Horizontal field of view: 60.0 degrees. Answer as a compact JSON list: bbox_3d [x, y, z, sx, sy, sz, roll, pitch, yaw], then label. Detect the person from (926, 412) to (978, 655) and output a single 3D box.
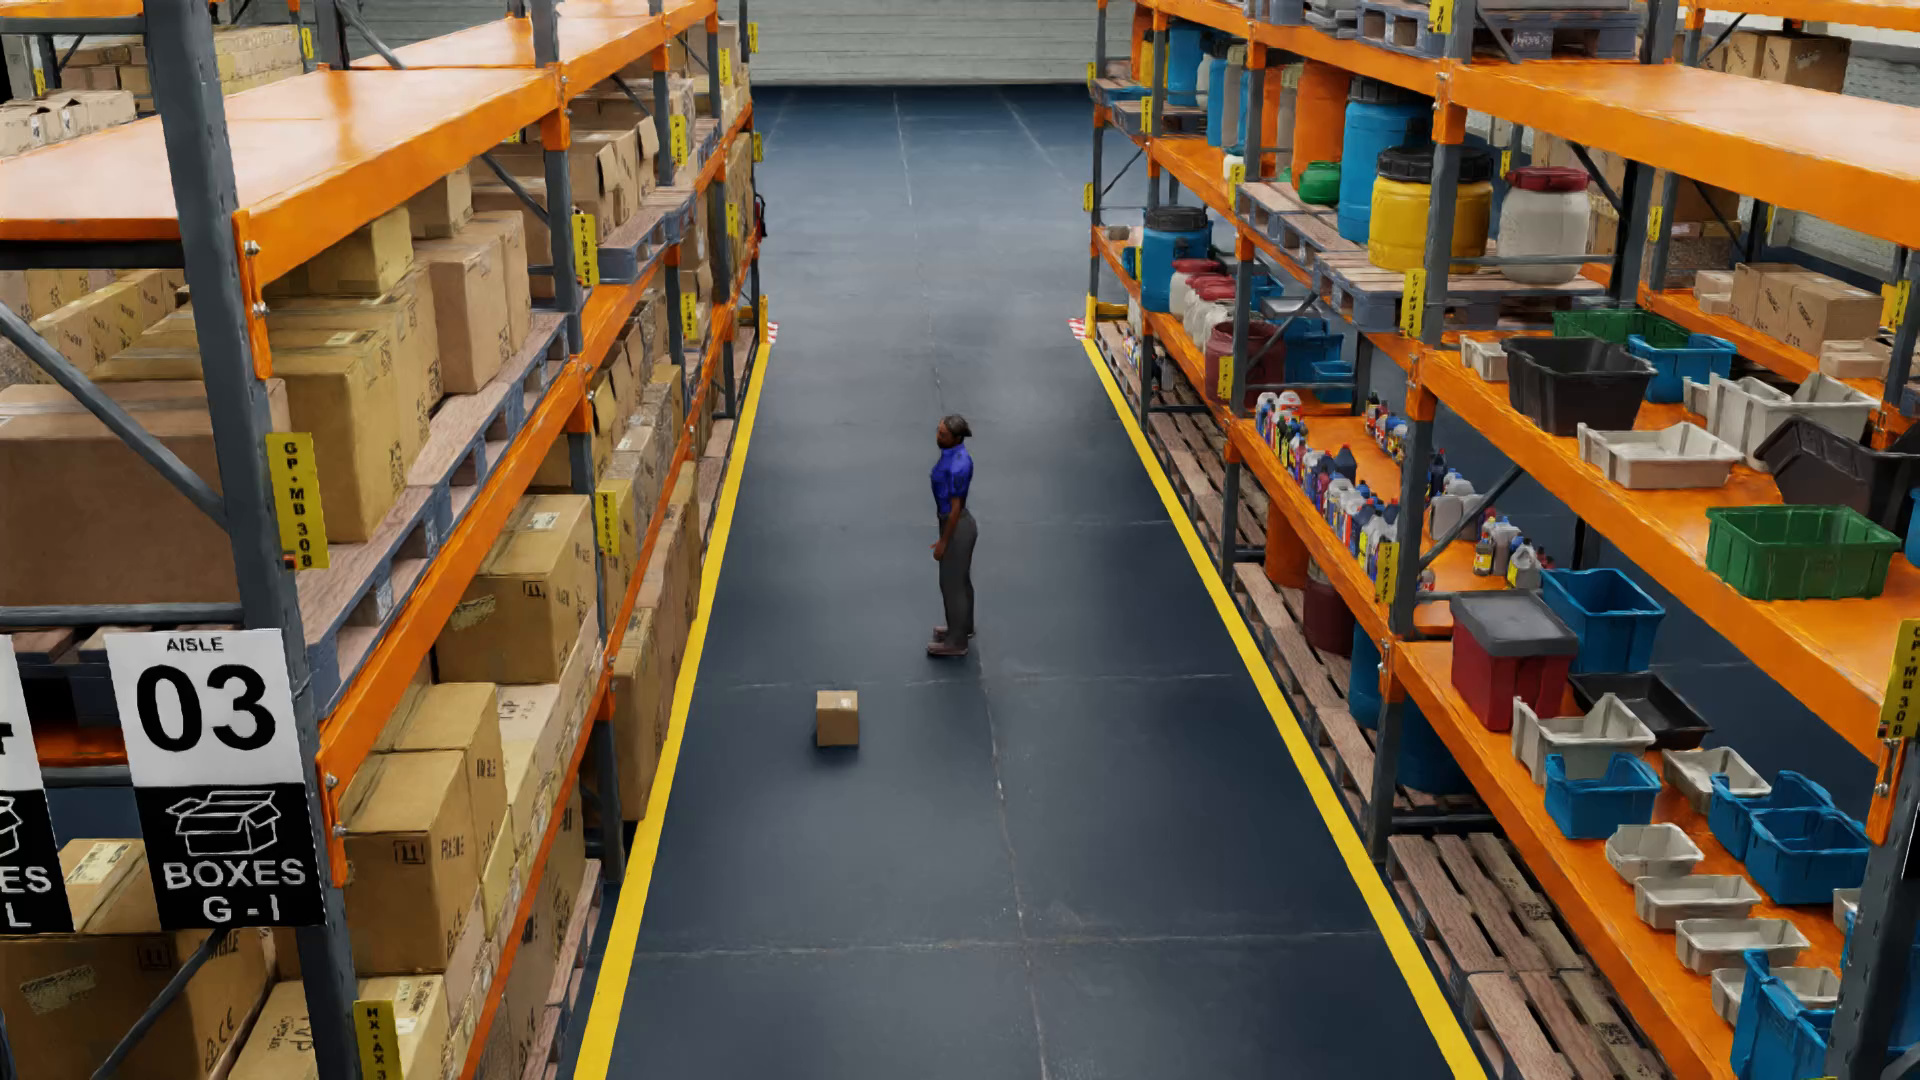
[{"bbox_3d":[-0.060,-0.051,11.160,0.355,1.664,0.489,-1,21,-3],"label":"person"}]
